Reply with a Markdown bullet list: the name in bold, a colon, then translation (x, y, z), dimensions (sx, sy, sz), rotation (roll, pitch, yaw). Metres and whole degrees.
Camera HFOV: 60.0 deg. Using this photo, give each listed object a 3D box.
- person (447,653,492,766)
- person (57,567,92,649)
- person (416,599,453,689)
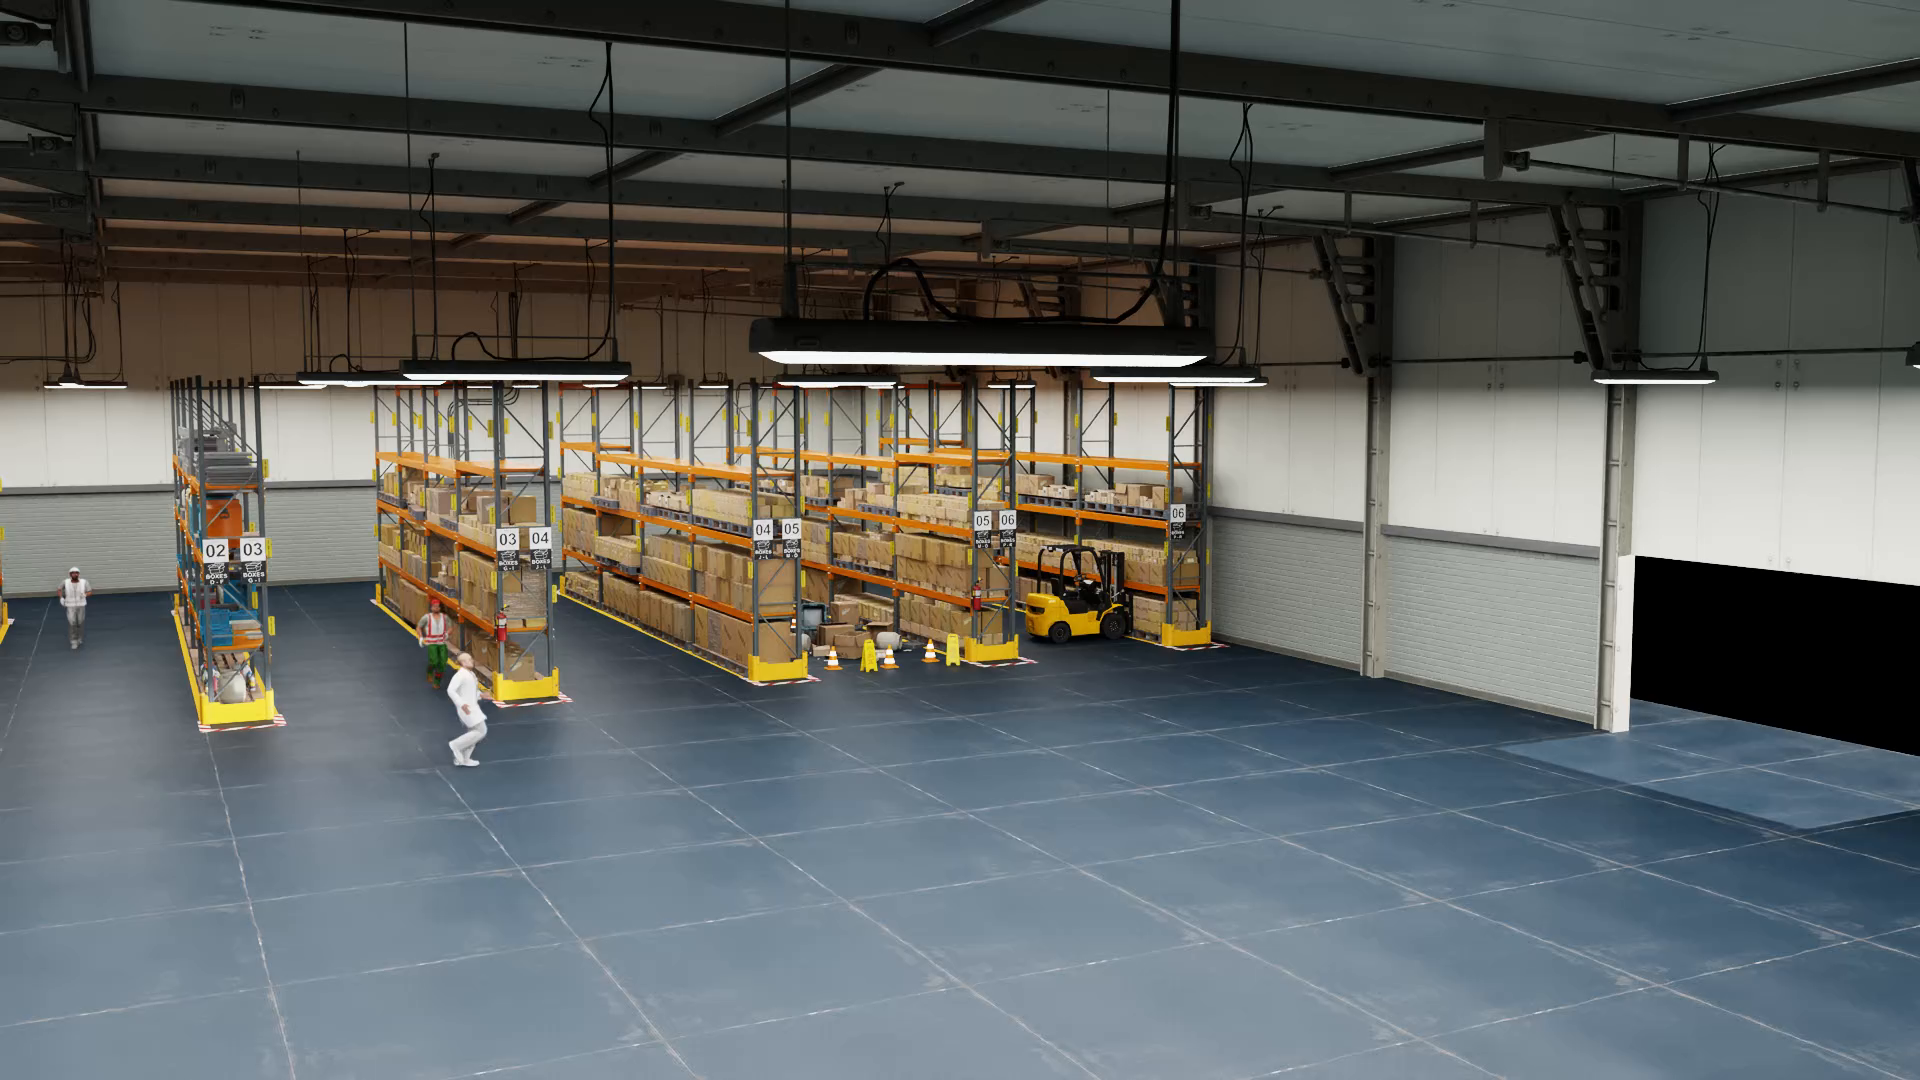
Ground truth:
- **person**: translation (-7.490, 2.597, 25.446), dimensions (0.627, 1.738, 0.702), rotation (-1, 5, -7)
- **person**: translation (-19.854, 1.526, 37.343), dimensions (0.671, 1.844, 0.696), rotation (-3, 6, -33)
- **person**: translation (-10.067, 2.009, 32.007), dimensions (0.653, 1.742, 0.587), rotation (-3, 6, -33)
